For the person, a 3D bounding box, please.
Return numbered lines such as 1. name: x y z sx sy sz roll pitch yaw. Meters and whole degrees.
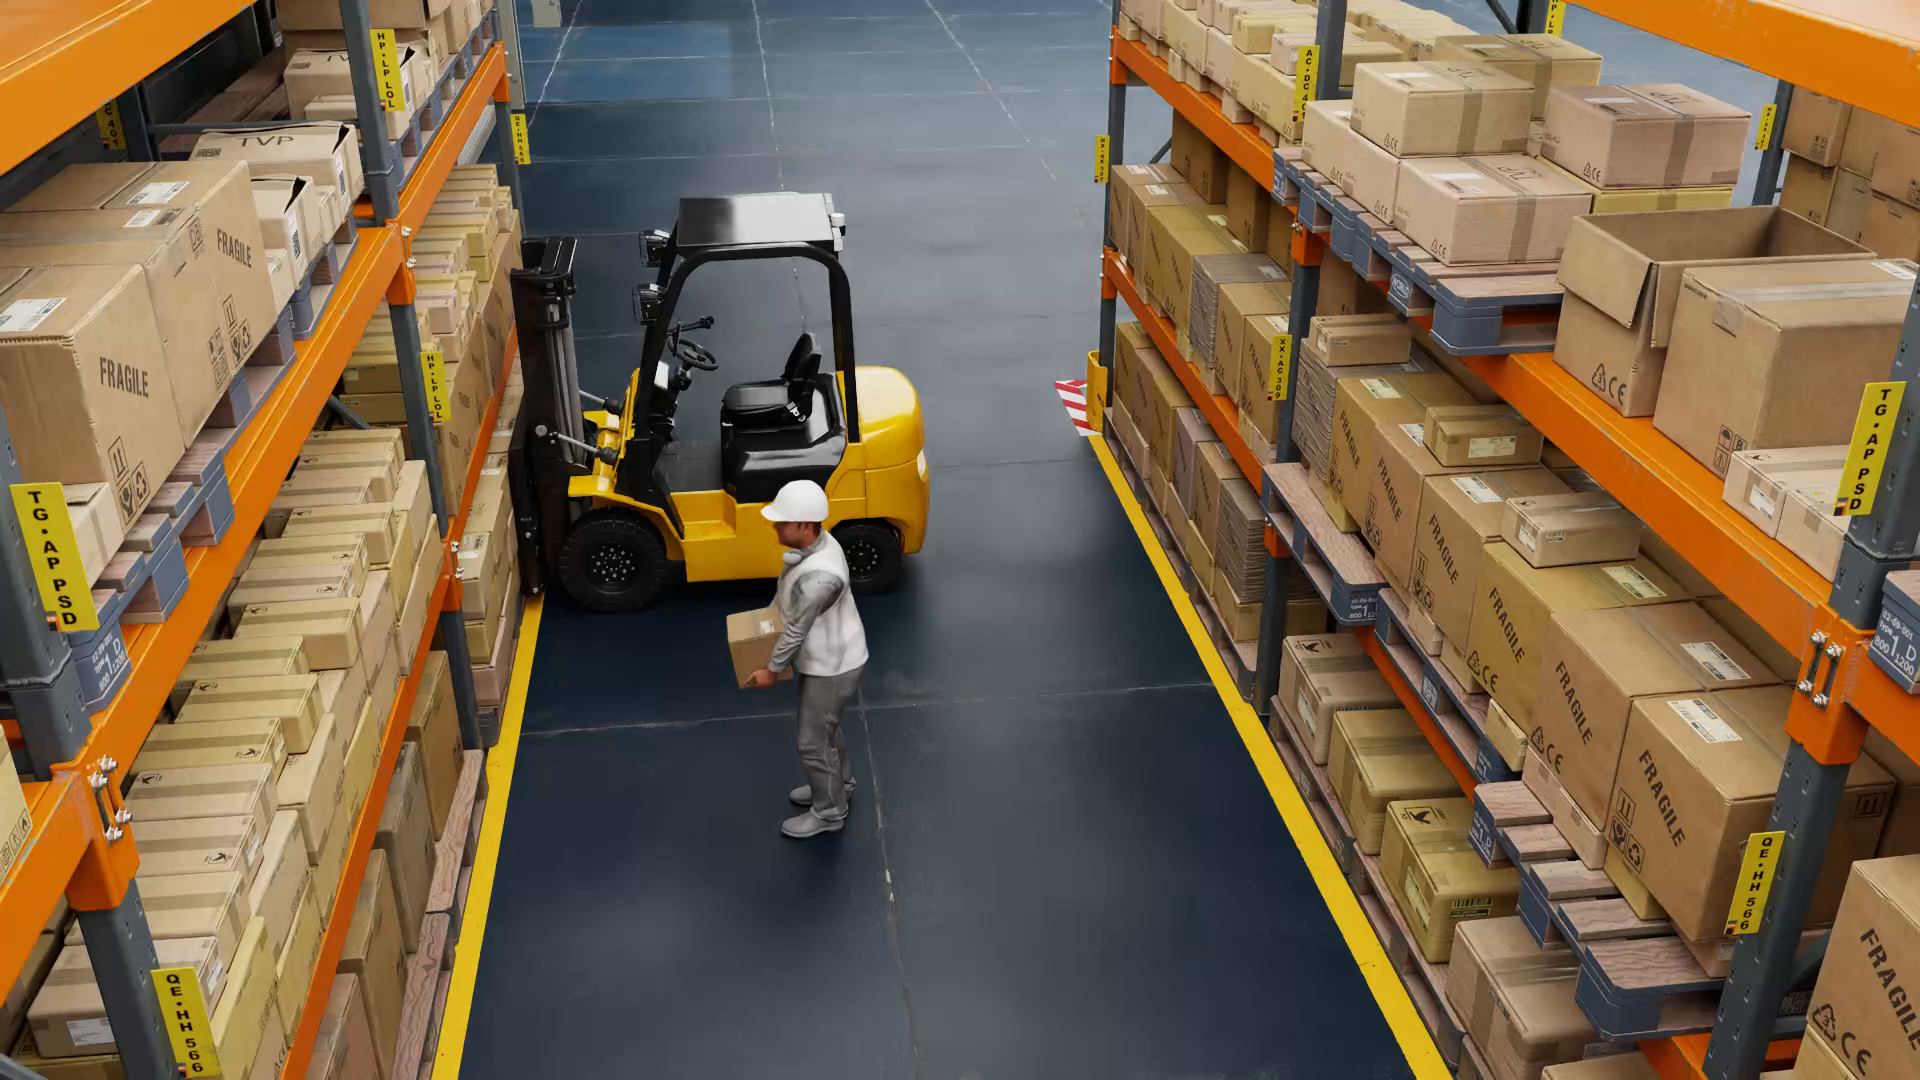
1. person: -0.703 0.541 7.538 0.567 1.768 0.491 -4 27 -8
